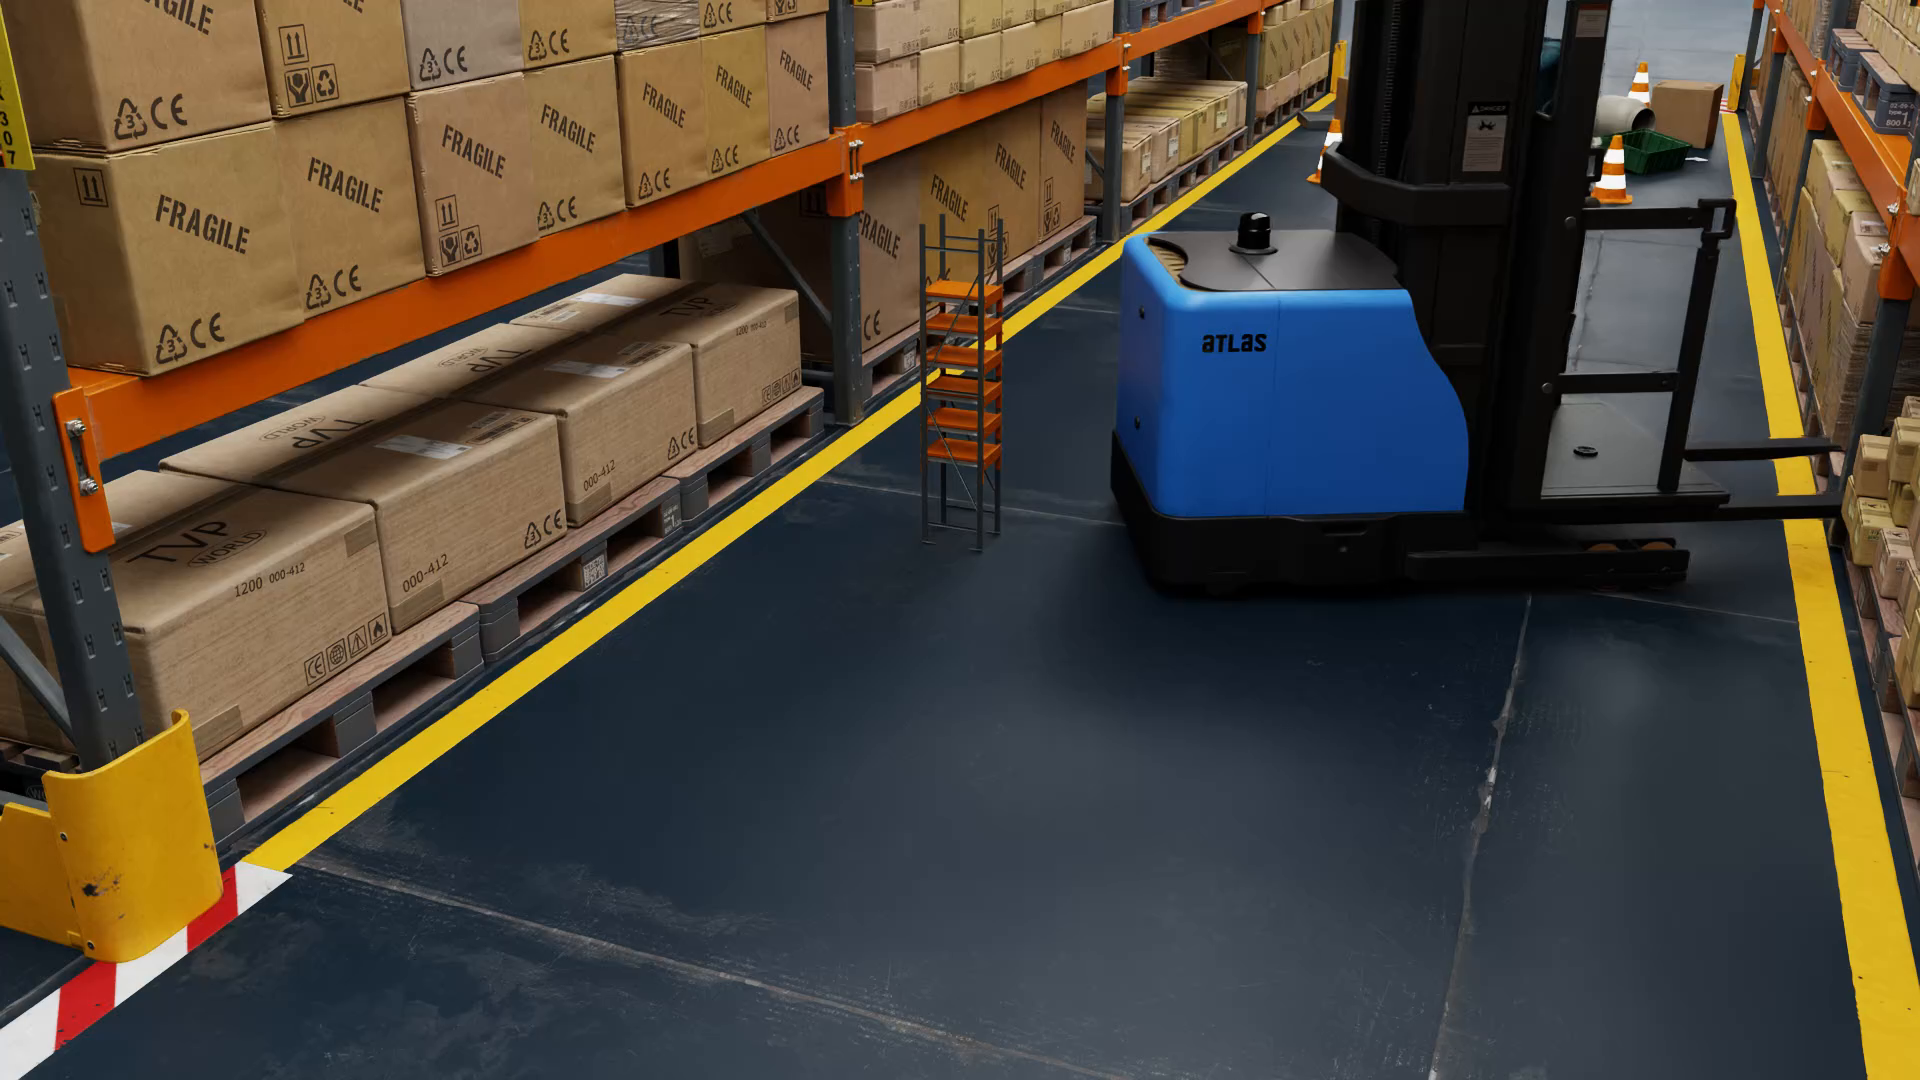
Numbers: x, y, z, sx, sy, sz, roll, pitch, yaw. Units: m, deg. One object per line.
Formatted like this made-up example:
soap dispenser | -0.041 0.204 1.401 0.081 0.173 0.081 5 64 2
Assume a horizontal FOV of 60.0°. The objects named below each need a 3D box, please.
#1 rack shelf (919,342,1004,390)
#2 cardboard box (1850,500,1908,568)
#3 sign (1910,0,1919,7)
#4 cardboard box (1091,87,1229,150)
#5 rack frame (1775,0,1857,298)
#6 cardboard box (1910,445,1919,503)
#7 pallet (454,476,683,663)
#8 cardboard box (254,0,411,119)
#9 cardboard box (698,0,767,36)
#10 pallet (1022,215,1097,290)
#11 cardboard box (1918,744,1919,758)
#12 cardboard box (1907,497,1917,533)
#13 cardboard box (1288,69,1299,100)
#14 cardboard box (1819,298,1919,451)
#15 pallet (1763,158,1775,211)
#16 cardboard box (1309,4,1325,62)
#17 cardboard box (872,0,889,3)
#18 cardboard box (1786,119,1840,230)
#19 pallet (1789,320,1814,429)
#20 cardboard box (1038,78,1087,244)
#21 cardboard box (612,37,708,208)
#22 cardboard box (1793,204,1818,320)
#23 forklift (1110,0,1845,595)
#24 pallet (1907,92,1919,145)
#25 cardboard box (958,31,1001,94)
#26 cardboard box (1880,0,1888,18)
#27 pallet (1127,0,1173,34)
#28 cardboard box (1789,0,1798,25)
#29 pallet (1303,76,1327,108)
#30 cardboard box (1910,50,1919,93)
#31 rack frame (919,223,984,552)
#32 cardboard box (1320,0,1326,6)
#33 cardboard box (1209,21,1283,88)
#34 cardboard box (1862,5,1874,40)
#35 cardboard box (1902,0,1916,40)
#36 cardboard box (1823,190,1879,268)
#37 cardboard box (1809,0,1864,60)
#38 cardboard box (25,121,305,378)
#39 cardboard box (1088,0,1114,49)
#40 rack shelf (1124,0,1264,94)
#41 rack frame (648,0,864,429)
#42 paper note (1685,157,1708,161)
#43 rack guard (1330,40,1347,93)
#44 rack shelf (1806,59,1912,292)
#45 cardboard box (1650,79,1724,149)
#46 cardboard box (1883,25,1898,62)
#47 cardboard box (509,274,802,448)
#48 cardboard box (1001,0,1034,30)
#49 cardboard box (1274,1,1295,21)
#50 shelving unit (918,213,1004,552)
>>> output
rack shelf | 0.005 -0.629 6.002 0.258 0.103 0.180 9 24 20
cardboard box | 3.179 0.001 5.509 0.380 0.149 0.250 10 24 22
sign | 3.195 -1.912 5.434 0.100 0.325 0.005 9 24 20
cardboard box | 1.593 -3.371 13.293 0.950 0.372 0.625 10 25 23
rack frame | 5.197 -2.731 8.897 1.000 3.000 0.127 9 24 20
cardboard box | 3.185 -0.172 5.151 0.380 0.149 0.250 8 24 19
pallet | -1.729 0.013 5.945 1.003 0.211 1.213 9 24 20
cardboard box | -1.780 -1.365 4.200 0.500 0.500 0.500 8 24 19
cardboard box | -1.037 -2.091 5.938 0.500 0.500 0.500 8 24 19
pallet | 0.201 -1.846 10.395 1.003 0.211 1.213 9 24 20
cardboard box | 2.643 0.561 4.170 0.380 0.149 0.250 9 24 21
cardboard box | 3.212 -0.036 5.212 0.380 0.149 0.250 9 24 20
cardboard box | 2.902 -4.316 15.713 0.500 0.250 0.500 8 24 19
cardboard box | 3.752 -0.641 6.592 0.500 0.500 0.500 8 24 19
pallet | 6.466 -2.589 12.175 1.003 0.211 1.213 9 24 20
cardboard box | 3.289 -5.027 16.442 0.500 0.500 0.500 10 25 22
cardboard box | -0.492 -2.596 7.147 0.500 0.500 0.500 9 24 21
cardboard box | 5.507 -2.092 9.741 1.050 0.750 0.750 8 24 19
pallet | 4.451 -0.730 7.724 1.003 0.211 1.213 9 24 20
cardboard box | 0.230 -2.382 10.273 0.875 0.875 0.875 9 24 20
cardboard box | -1.216 -1.449 5.698 0.500 0.500 0.500 8 24 19
cardboard box | 4.514 -1.375 8.348 0.500 0.500 0.500 9 24 21
forklift | 2.135 -1.375 5.738 3.031 2.935 1.130 -2 23 -4
pallet | 4.130 -1.464 6.112 1.003 0.211 1.213 9 24 20
cardboard box | -0.118 -2.389 8.273 0.500 0.250 0.500 9 24 20
cardboard box | 4.543 -2.519 7.783 0.380 0.149 0.250 9 24 20
pallet | 0.730 -3.586 11.191 1.213 0.211 1.003 9 24 20
cardboard box | 5.863 -3.700 11.086 0.500 0.500 0.500 9 24 20
pallet | 3.172 -4.667 17.150 1.003 0.211 1.213 9 24 20
cardboard box | 3.959 -1.820 6.496 0.380 0.149 0.250 8 24 17
rack frame | -0.029 -0.526 5.953 0.240 1.200 0.006 9 24 20
cardboard box | 3.406 -5.372 16.427 0.380 0.149 0.250 10 24 22
cardboard box | 2.519 -4.279 14.652 0.500 0.500 0.500 10 25 23
cardboard box | 4.744 -2.582 8.321 0.380 0.149 0.250 10 25 23
cardboard box | 4.162 -2.158 6.920 0.380 0.149 0.250 9 24 20
cardboard box | 4.140 -1.362 7.345 0.500 0.250 0.500 8 24 18
cardboard box | 5.115 -2.977 9.356 0.500 0.500 0.500 9 24 20
cardboard box | -1.963 -0.718 3.947 0.500 0.500 0.500 9 24 20
cardboard box | 0.617 -3.117 10.014 0.500 0.250 0.500 8 24 18
rack shelf | 1.307 -3.788 12.359 1.077 0.370 4.000 9 24 20
rack frame | -0.922 -1.973 7.081 1.000 3.000 0.127 9 24 20
paper note | 6.092 -3.163 13.783 0.147 0.020 0.142 -7 24 -17
rack guard | 3.507 -5.086 17.778 1.175 0.500 0.348 9 24 20
rack shelf | 4.454 -1.684 7.323 1.077 0.370 4.000 9 24 20
cardboard box | 6.307 -3.713 14.487 0.500 0.500 0.500 13 26 29
cardboard box | 4.353 -2.203 7.414 0.380 0.149 0.250 9 24 21
cardboard box | -1.255 -0.775 6.992 0.875 0.438 0.875 8 24 19
cardboard box | 0.069 -2.800 8.607 0.500 0.250 0.500 8 24 18
cardboard box | 2.811 -4.798 15.054 0.380 0.149 0.250 10 25 22
shelving unit | 0.005 -0.559 6.031 0.258 1.200 0.189 9 24 20
